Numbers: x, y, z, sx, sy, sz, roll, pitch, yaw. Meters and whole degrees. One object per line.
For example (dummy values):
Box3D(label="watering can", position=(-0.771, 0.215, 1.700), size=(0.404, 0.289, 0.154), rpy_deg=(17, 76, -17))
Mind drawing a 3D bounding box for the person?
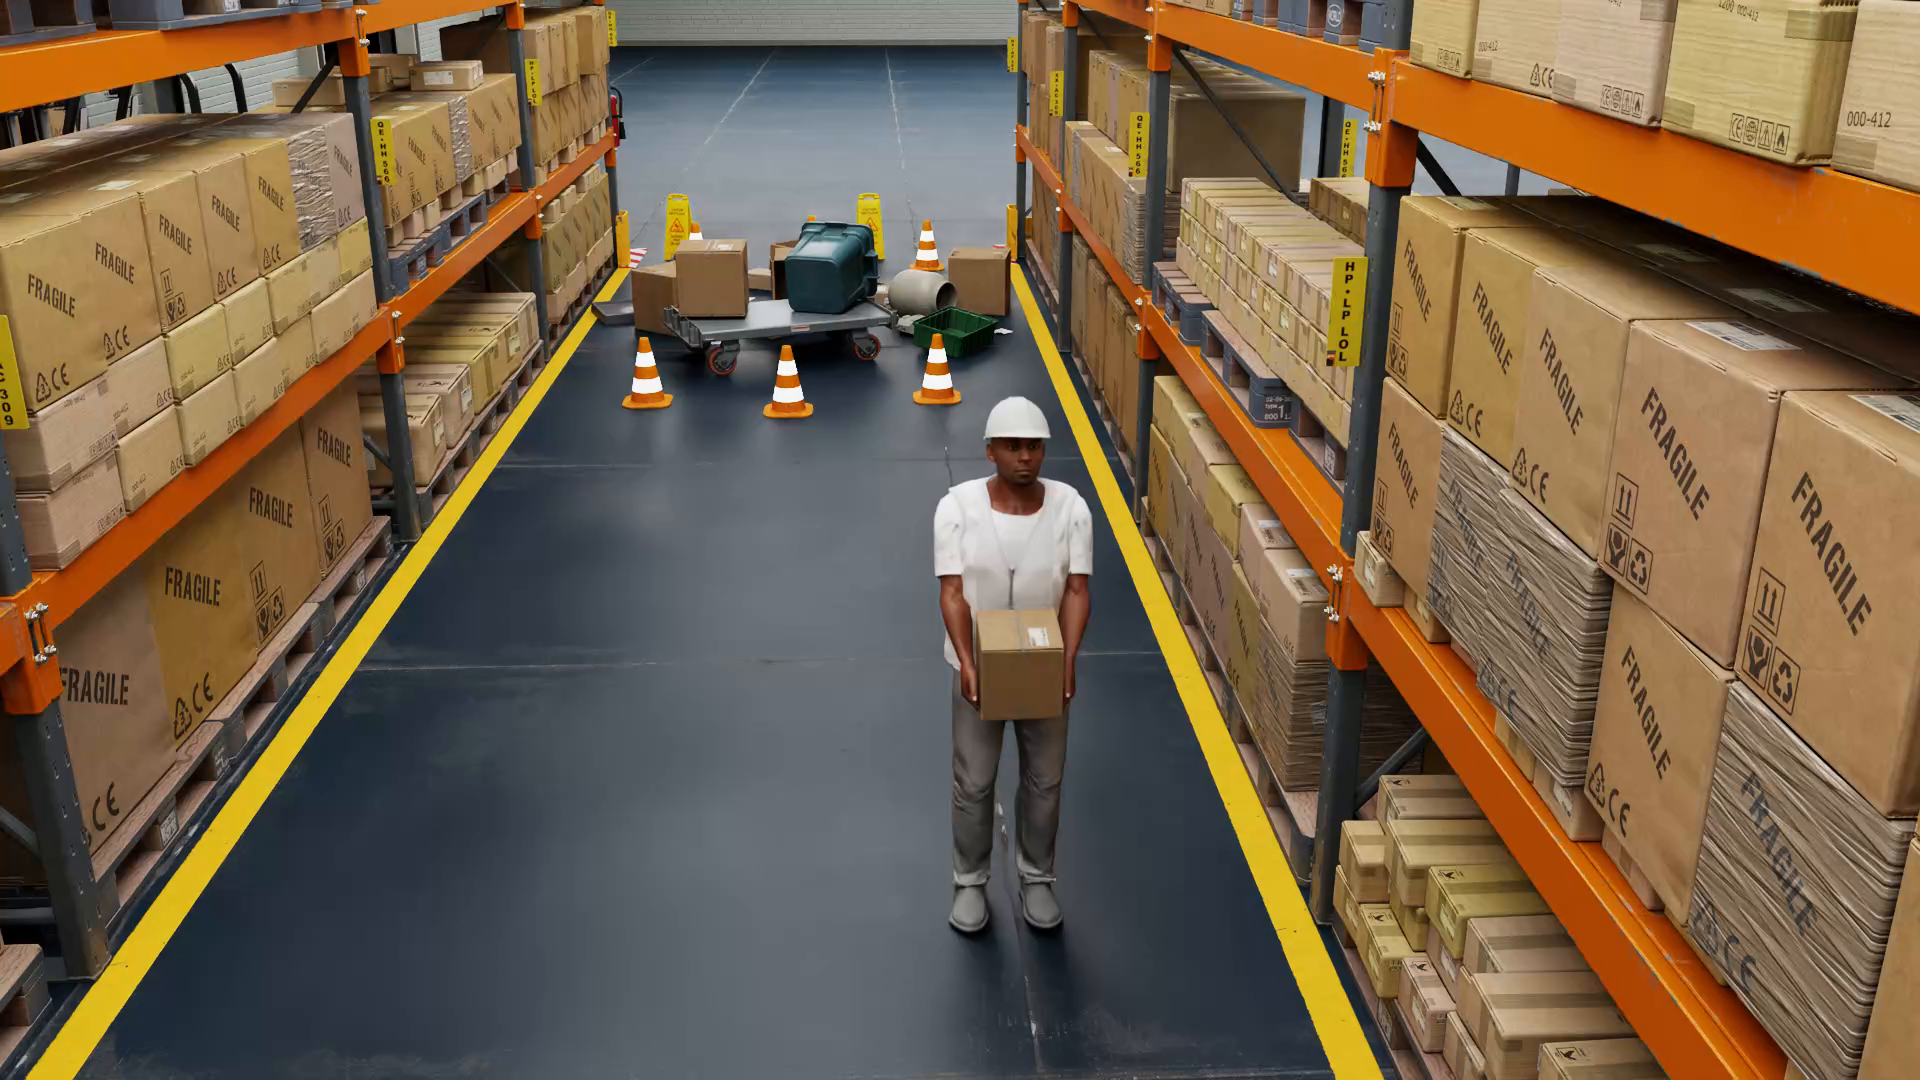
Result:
Box3D(label="person", position=(0.179, 0.437, 5.357), size=(0.513, 1.769, 0.573), rpy_deg=(-1, 20, -3))
